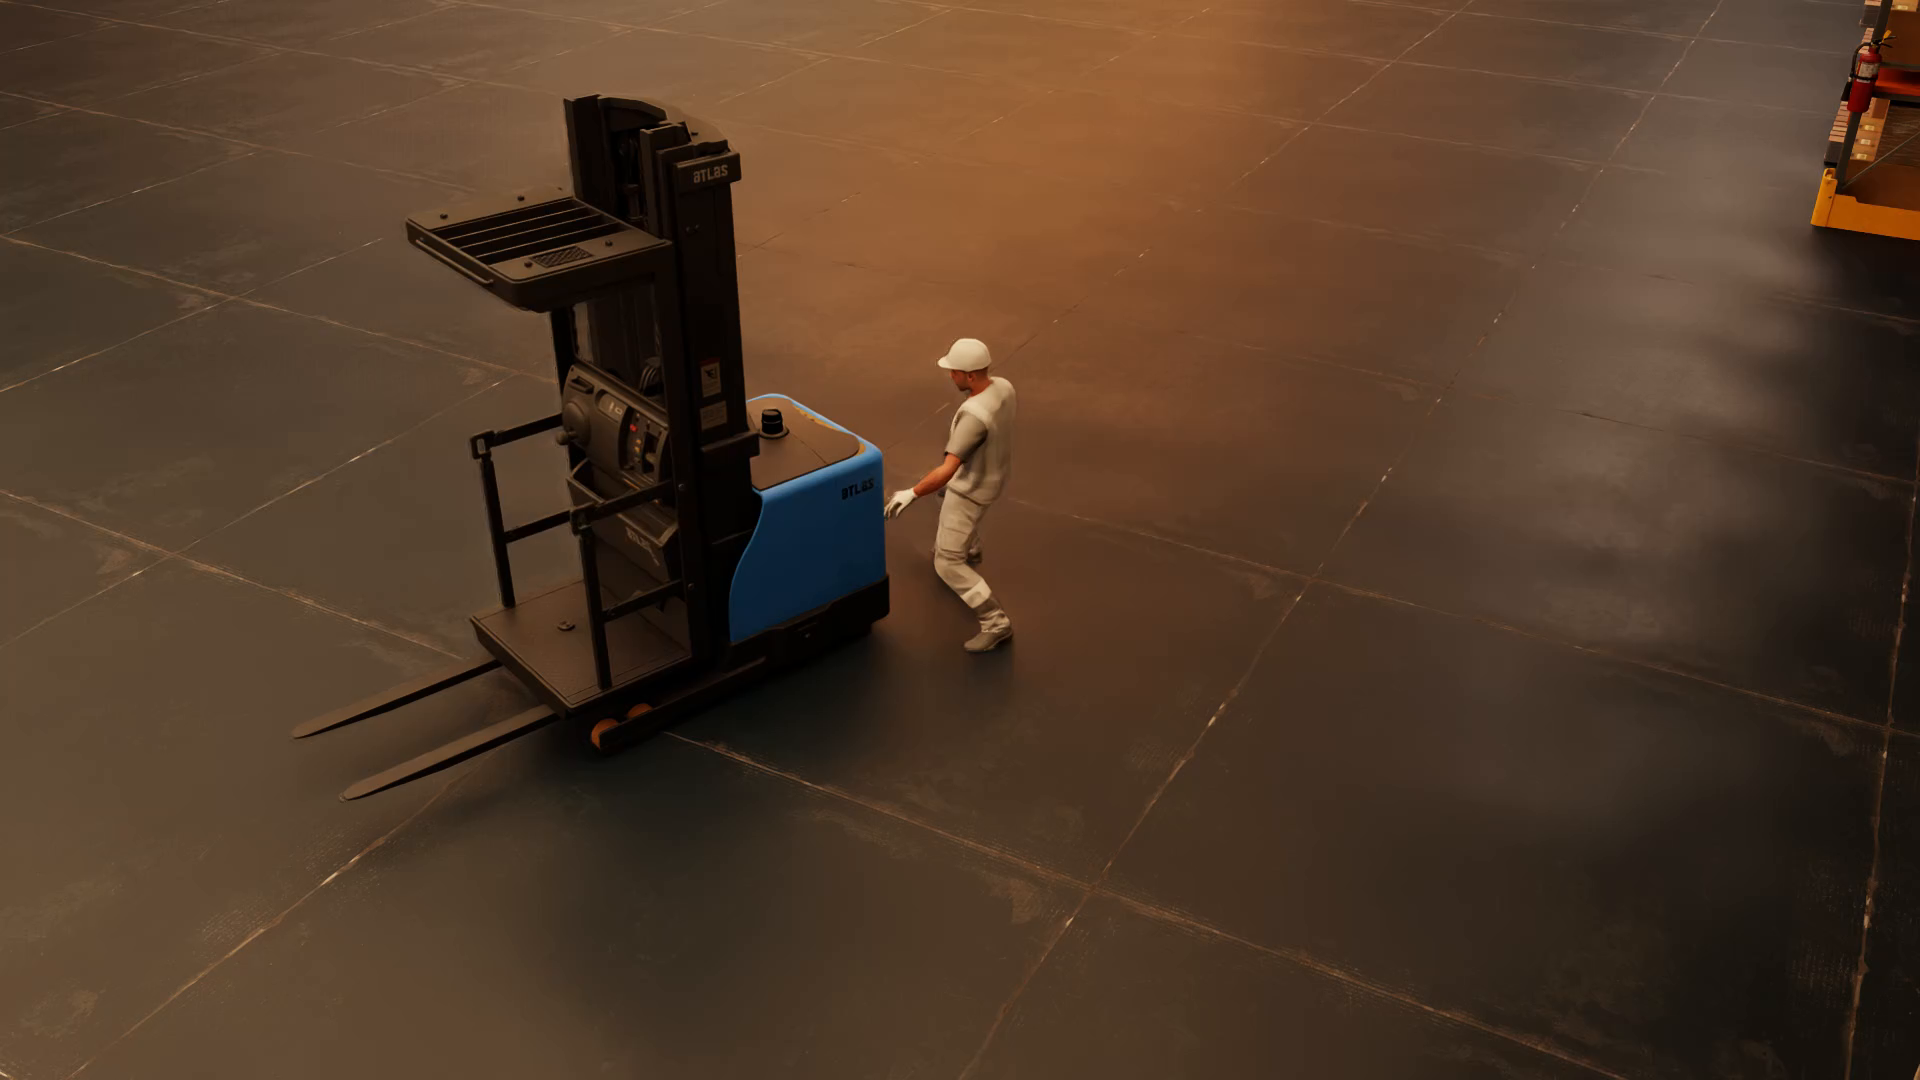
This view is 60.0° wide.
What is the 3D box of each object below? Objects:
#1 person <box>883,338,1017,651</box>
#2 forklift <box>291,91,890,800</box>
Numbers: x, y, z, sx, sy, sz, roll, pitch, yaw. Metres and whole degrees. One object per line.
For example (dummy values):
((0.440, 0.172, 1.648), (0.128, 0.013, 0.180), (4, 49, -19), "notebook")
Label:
((0.036, -0.319, 8.955), (0.726, 1.643, 0.997), (12, 32, 20), "person")
((-1.837, -0.519, 7.970), (3.031, 2.935, 1.130), (-23, 37, -34), "forklift")
